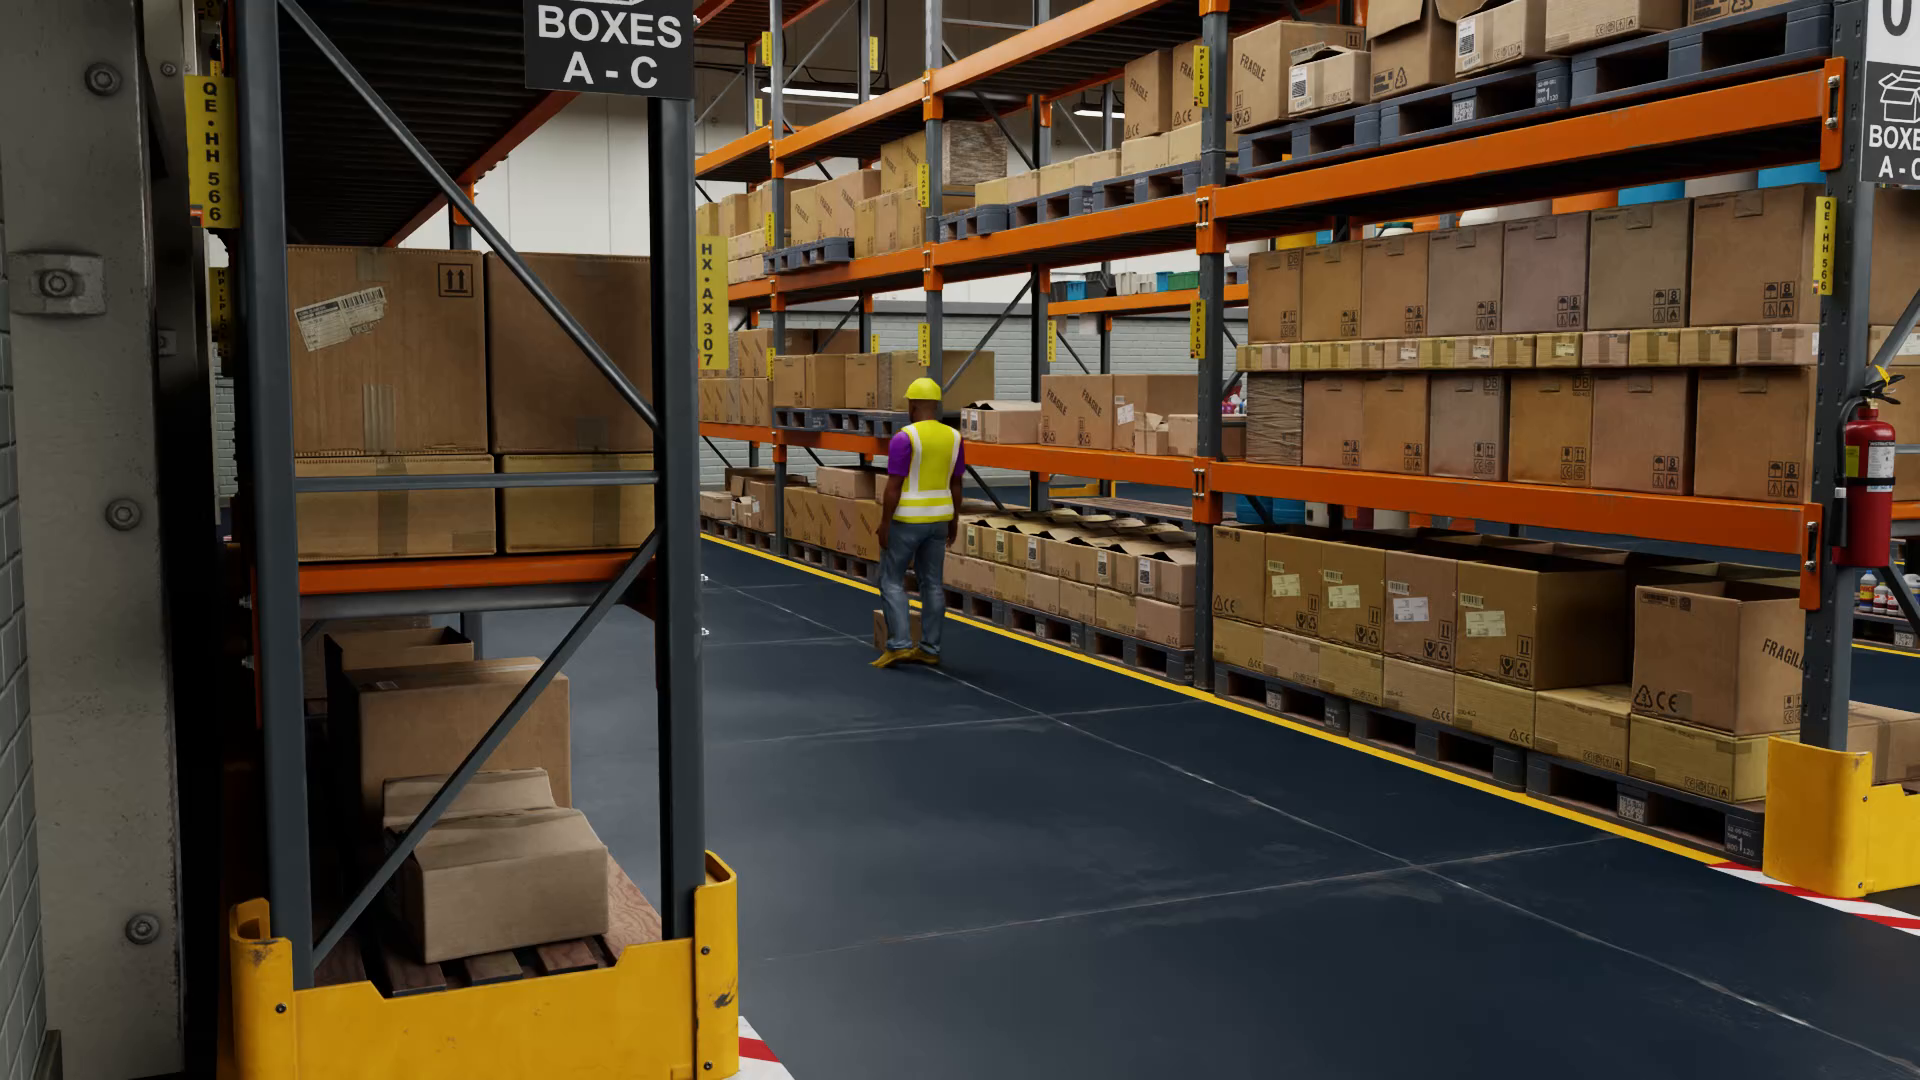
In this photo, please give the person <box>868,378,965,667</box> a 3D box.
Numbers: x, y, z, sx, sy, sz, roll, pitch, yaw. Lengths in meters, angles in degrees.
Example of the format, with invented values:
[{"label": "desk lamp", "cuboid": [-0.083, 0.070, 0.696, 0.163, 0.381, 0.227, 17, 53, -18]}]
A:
[{"label": "person", "cuboid": [-0.255, -0.095, 10.285, 0.587, 1.808, 0.391, -4, 7, -38]}]
